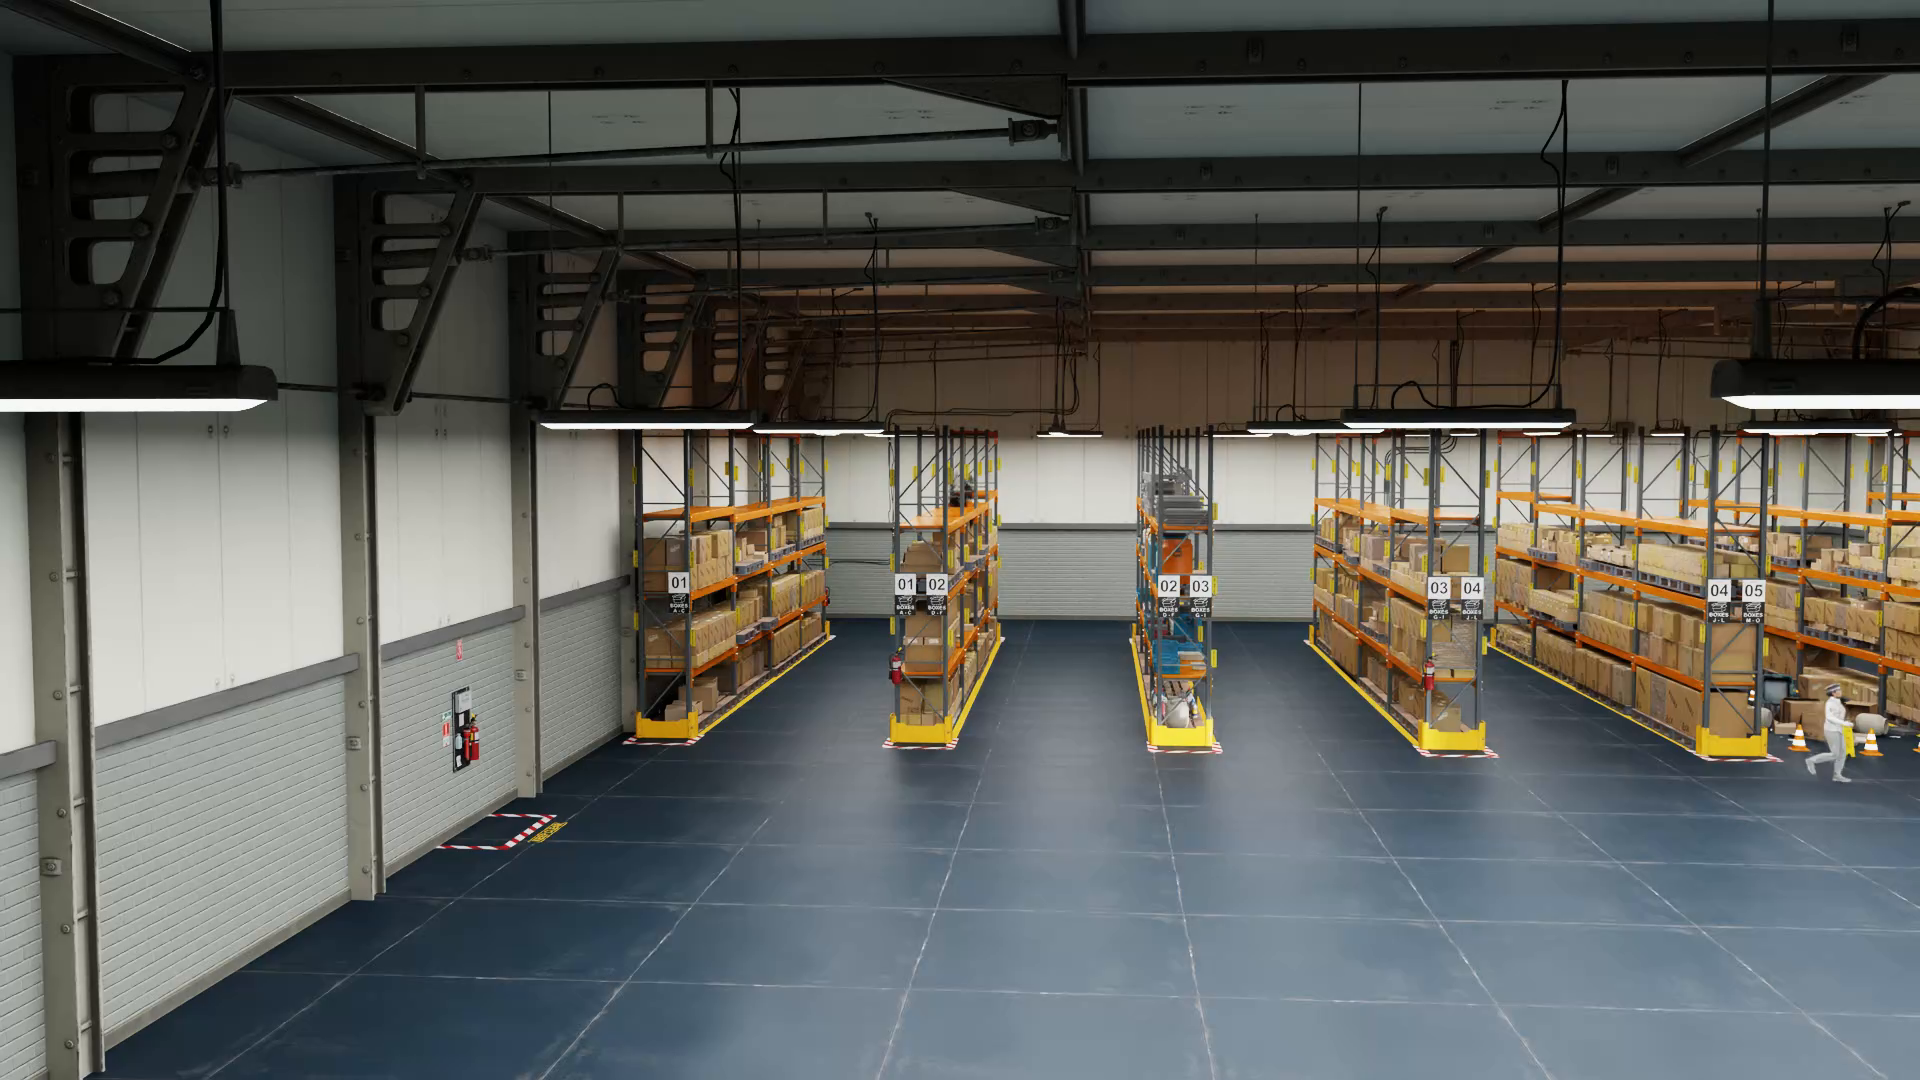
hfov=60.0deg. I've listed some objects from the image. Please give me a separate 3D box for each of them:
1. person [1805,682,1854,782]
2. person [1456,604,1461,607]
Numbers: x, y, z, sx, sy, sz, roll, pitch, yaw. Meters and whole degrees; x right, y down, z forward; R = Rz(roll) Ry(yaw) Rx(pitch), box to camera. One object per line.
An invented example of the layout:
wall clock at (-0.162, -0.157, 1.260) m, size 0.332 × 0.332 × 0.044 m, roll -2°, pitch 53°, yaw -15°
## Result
person at (14.613, 3.205, 27.888) m, size 0.725 × 1.667 × 0.645 m, roll 3°, pitch 4°, yaw 39°
person at (14.269, 2.114, 47.099) m, size 0.769 × 1.639 × 0.653 m, roll -2°, pitch 4°, yaw -29°
